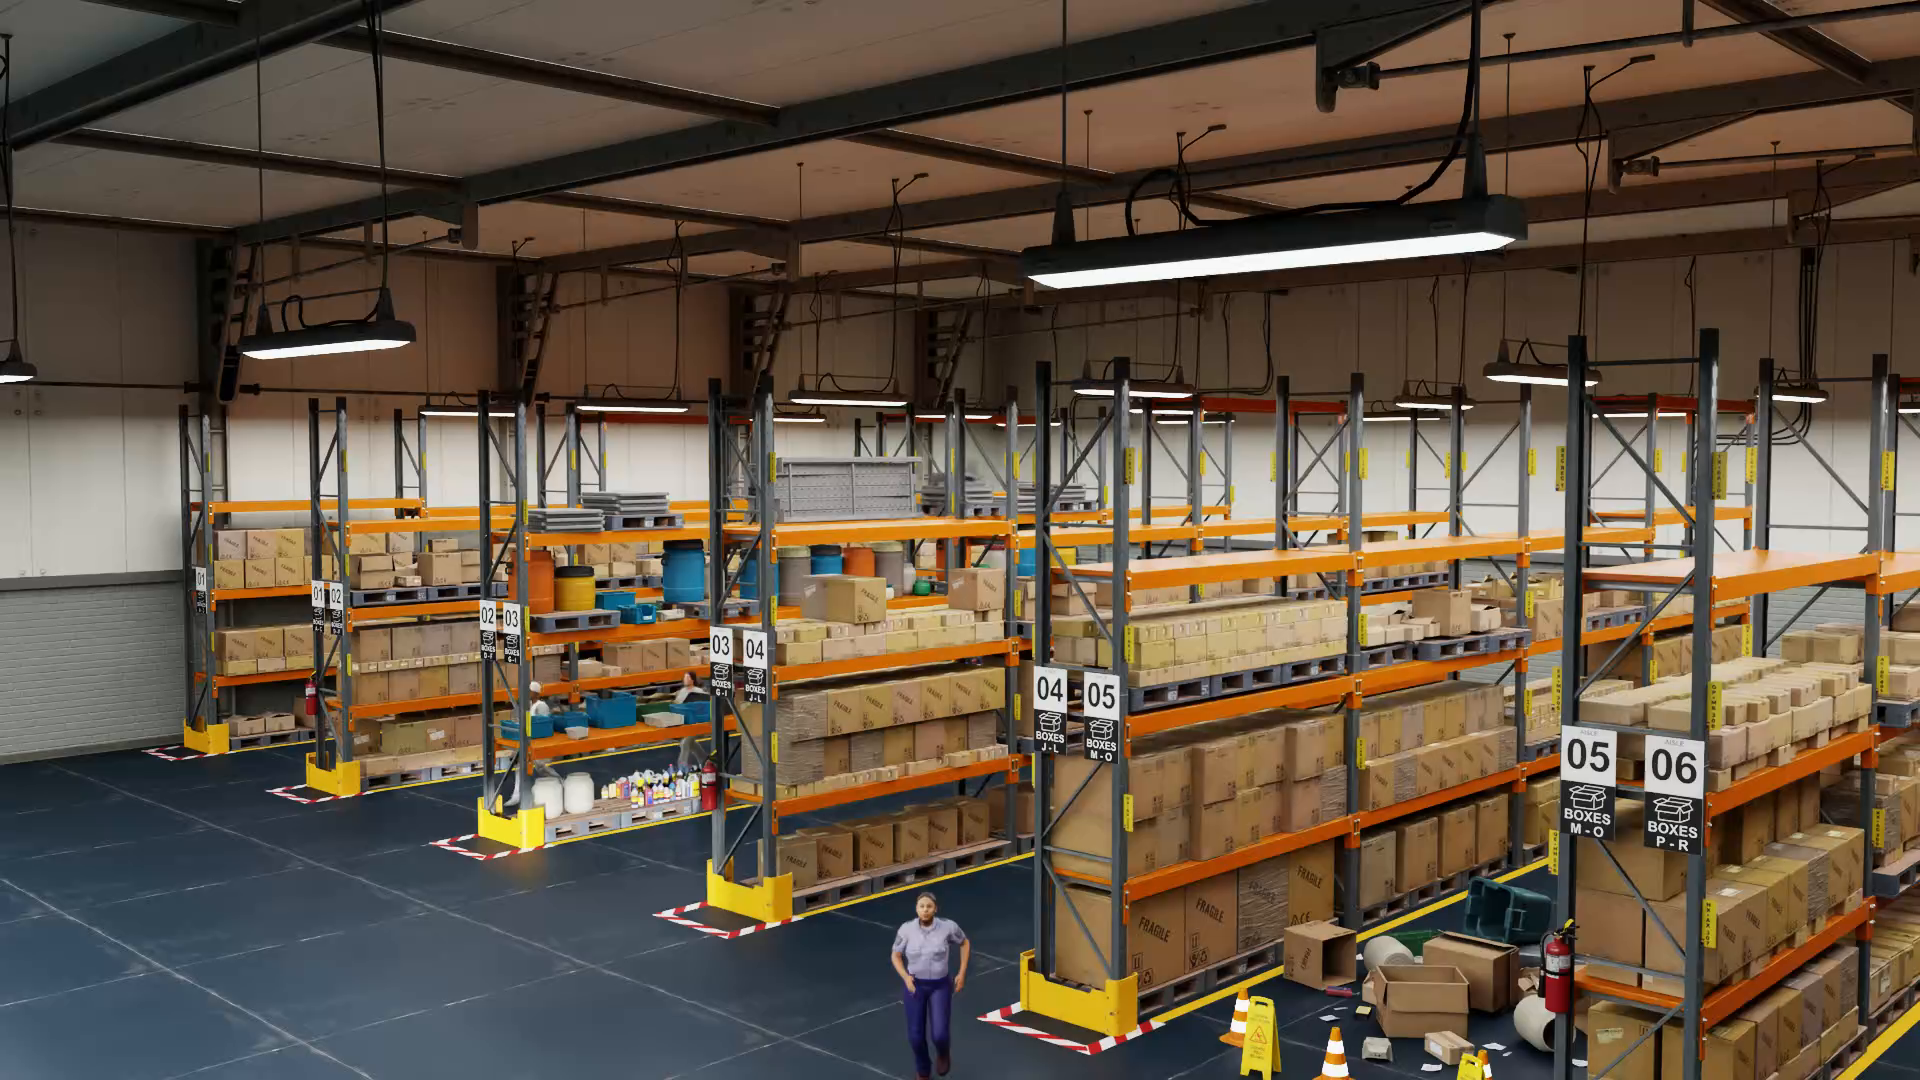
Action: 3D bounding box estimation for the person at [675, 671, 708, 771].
[{"bbox_3d":[-4.281,2.917,26.407,0.551,1.691,0.908,3,4,40],"label":"person"}]

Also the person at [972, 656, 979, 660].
[{"bbox_3d":[0.372,2.346,32.772,0.597,1.669,0.833,3,4,42],"label":"person"}]

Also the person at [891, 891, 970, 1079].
[{"bbox_3d":[-0.244,3.661,13.468,0.639,1.586,0.530,0,3,2],"label":"person"}]

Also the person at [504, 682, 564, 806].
[{"bbox_3d":[-6.254,2.965,24.408,0.696,1.780,0.972,3,4,42],"label":"person"}]
